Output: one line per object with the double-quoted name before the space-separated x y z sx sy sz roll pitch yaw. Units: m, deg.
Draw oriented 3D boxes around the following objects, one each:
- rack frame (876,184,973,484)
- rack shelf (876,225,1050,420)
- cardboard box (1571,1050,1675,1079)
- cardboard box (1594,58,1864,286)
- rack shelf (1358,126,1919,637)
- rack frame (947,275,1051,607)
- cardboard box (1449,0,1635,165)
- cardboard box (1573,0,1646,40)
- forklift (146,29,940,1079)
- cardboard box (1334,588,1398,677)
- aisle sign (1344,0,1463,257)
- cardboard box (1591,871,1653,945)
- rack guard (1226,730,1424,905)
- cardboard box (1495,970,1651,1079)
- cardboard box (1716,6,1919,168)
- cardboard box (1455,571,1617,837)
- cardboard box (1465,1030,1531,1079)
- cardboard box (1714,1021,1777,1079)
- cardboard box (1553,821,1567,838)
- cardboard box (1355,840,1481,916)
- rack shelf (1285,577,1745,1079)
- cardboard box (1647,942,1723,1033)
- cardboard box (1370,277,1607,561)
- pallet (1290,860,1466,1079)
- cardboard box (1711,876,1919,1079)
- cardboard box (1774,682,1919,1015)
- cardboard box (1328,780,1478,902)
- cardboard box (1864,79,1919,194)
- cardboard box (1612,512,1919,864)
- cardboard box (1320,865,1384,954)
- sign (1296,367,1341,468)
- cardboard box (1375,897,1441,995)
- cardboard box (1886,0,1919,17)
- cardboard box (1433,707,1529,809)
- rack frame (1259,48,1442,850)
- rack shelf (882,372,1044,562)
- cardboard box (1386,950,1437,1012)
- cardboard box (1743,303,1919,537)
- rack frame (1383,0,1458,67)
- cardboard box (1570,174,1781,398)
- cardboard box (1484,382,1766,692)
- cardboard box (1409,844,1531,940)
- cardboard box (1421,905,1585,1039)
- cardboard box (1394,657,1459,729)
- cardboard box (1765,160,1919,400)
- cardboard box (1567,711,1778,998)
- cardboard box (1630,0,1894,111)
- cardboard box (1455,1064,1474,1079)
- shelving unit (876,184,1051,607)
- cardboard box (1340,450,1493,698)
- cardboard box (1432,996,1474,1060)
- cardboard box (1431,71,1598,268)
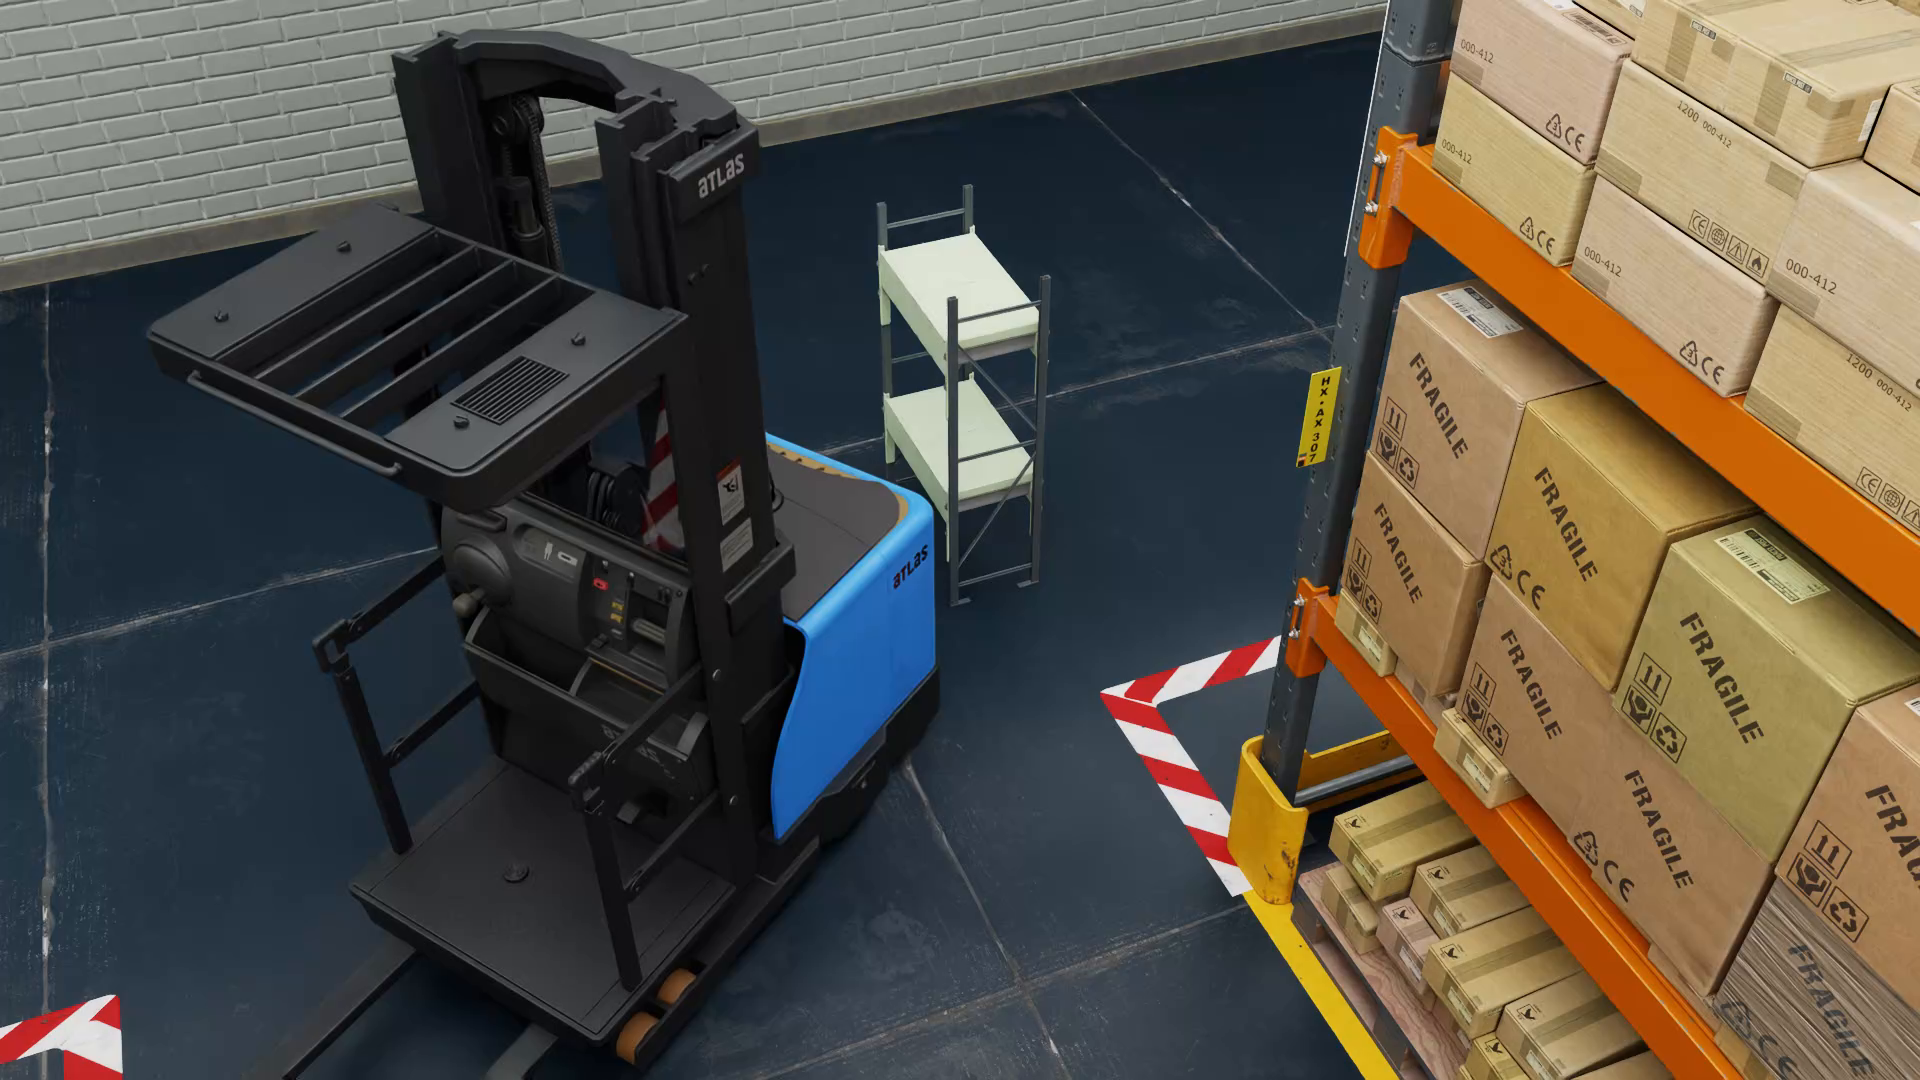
"rack frame" -0.137 -0.785 7.013 0.400 1.500 0.023 -15 43 -17
"rack shelf" 0.003 -0.861 6.502 0.431 0.370 0.720 -15 43 -17
"cardboard box" 1.864 1.564 4.539 0.380 0.149 0.250 -14 43 -15
"cardboard box" 1.643 -0.777 3.284 0.500 0.250 0.500 -16 43 -17
"rack shelf" 2.279 0.190 2.980 1.077 0.370 4.000 -15 43 -17
"rack frame" 0.143 -0.344 6.500 0.400 1.500 0.023 -15 43 -17
"cardboard box" 1.446 -1.085 3.642 0.500 0.250 0.500 -14 43 -16
"cardboard box" 1.509 -1.162 3.426 0.380 0.149 0.250 -13 42 -15
"forklift" -1.285 0.208 4.760 1.130 2.935 3.031 22 45 24
"cardboard box" 1.335 0.222 4.884 0.380 0.149 0.250 -15 43 -17
"aisle sign" 1.209 -1.105 4.241 0.394 0.787 0.004 -15 43 -17
"cardboard box" 1.831 0.832 4.175 0.380 0.149 0.250 -16 43 -17
"rack guard" 1.543 0.843 5.886 1.175 0.500 0.348 -15 43 -17
"cardboard box" 1.767 1.395 4.736 0.380 0.149 0.250 -17 44 -19
"cardboard box" 1.637 -0.833 3.044 0.380 0.149 0.250 -15 43 -16
"cardboard box" 1.659 0.354 4.233 0.500 0.500 0.500 -15 43 -17
"cardboard box" 1.703 1.524 4.813 0.380 0.149 0.250 -14 43 -16
"cardboard box" 1.979 1.149 3.806 0.380 0.149 0.250 -14 43 -15
"cardboard box" 1.750 0.662 4.372 0.380 0.149 0.250 -13 42 -15
"cardboard box" 1.477 1.038 5.378 0.380 0.149 0.250 -13 42 -15
"rack shelf" 2.279 1.327 3.958 1.077 0.370 4.000 -15 43 -17
"cardboard box" 1.899 0.987 3.994 0.380 0.149 0.250 -16 43 -18
"cardboard box" 1.441 -0.344 4.277 0.500 0.500 0.500 -15 43 -17
"pallet" 1.821 1.451 5.401 1.003 0.211 1.213 -15 43 -17
"cardboard box" 2.035 0.958 3.531 0.500 0.500 0.500 -16 43 -18
"cardboard box" 2.016 0.584 3.199 0.500 0.500 0.500 -16 43 -18
"cardboard box" 1.401 0.946 5.257 0.380 0.149 0.250 -17 44 -19
"cardboard box" 1.834 -0.705 2.894 0.380 0.149 0.250 -14 43 -16
"cardboard box" 1.818 0.278 3.555 0.500 0.500 0.500 -16 43 -18
"cardboard box" 1.419 1.167 5.457 0.380 0.149 0.250 -14 43 -16
"sign" 1.013 -0.343 4.685 0.100 0.325 0.005 -15 43 -17
"cardboard box" 1.530 1.217 5.170 0.380 0.149 0.250 -15 43 -17
"cardboard box" 2.016 -1.117 3.374 0.380 0.149 0.250 -16 43 -18
"cardboard box" 1.524 0.540 4.514 0.380 0.149 0.250 -16 43 -18
"rack frame" 1.514 -0.150 5.124 1.000 3.000 0.127 -15 43 -17
"rack shelf" 0.003 -0.317 6.969 0.431 0.370 0.720 -15 43 -17
"cardboard box" 1.595 1.304 5.297 0.380 0.149 0.250 -15 43 -17
"cardboard box" 1.856 -0.271 3.079 0.500 0.250 0.500 -16 43 -18
"rack frame" 1.514 -2.425 3.168 1.000 3.000 0.127 -15 43 -17
"cardboard box" 1.647 -0.578 3.436 0.500 0.250 0.500 -14 43 -15
"cardboard box" 1.640 -0.041 3.926 0.500 0.500 0.500 -14 43 -16
"cardboard box" 1.617 1.082 5.099 0.380 0.149 0.250 -14 43 -16
"cardboard box" 1.595 1.266 4.886 0.380 0.149 0.250 -15 43 -17
"cardboard box" 1.471 0.365 4.718 0.380 0.149 0.250 -14 43 -15
"cardboard box" 1.825 -0.470 2.927 0.500 0.250 0.500 -15 43 -16
"cardboard box" 1.835 0.653 3.886 0.500 0.500 0.500 -15 43 -16
"cardboard box" 1.545 -0.980 3.214 0.380 0.149 0.250 -15 43 -17
"cardboard box" 1.693 1.633 4.915 0.380 0.149 0.250 -15 43 -16
"shelving unit" 0.003 -0.565 6.756 0.431 1.500 0.755 -15 43 -17
"cardboard box" 1.431 0.038 4.600 0.500 0.500 0.500 -13 42 -15
"cardboard box" 1.696 1.452 5.126 0.380 0.149 0.250 -15 43 -16
"cardboard box" 1.450 -0.897 3.807 0.500 0.250 0.500 -14 43 -15
